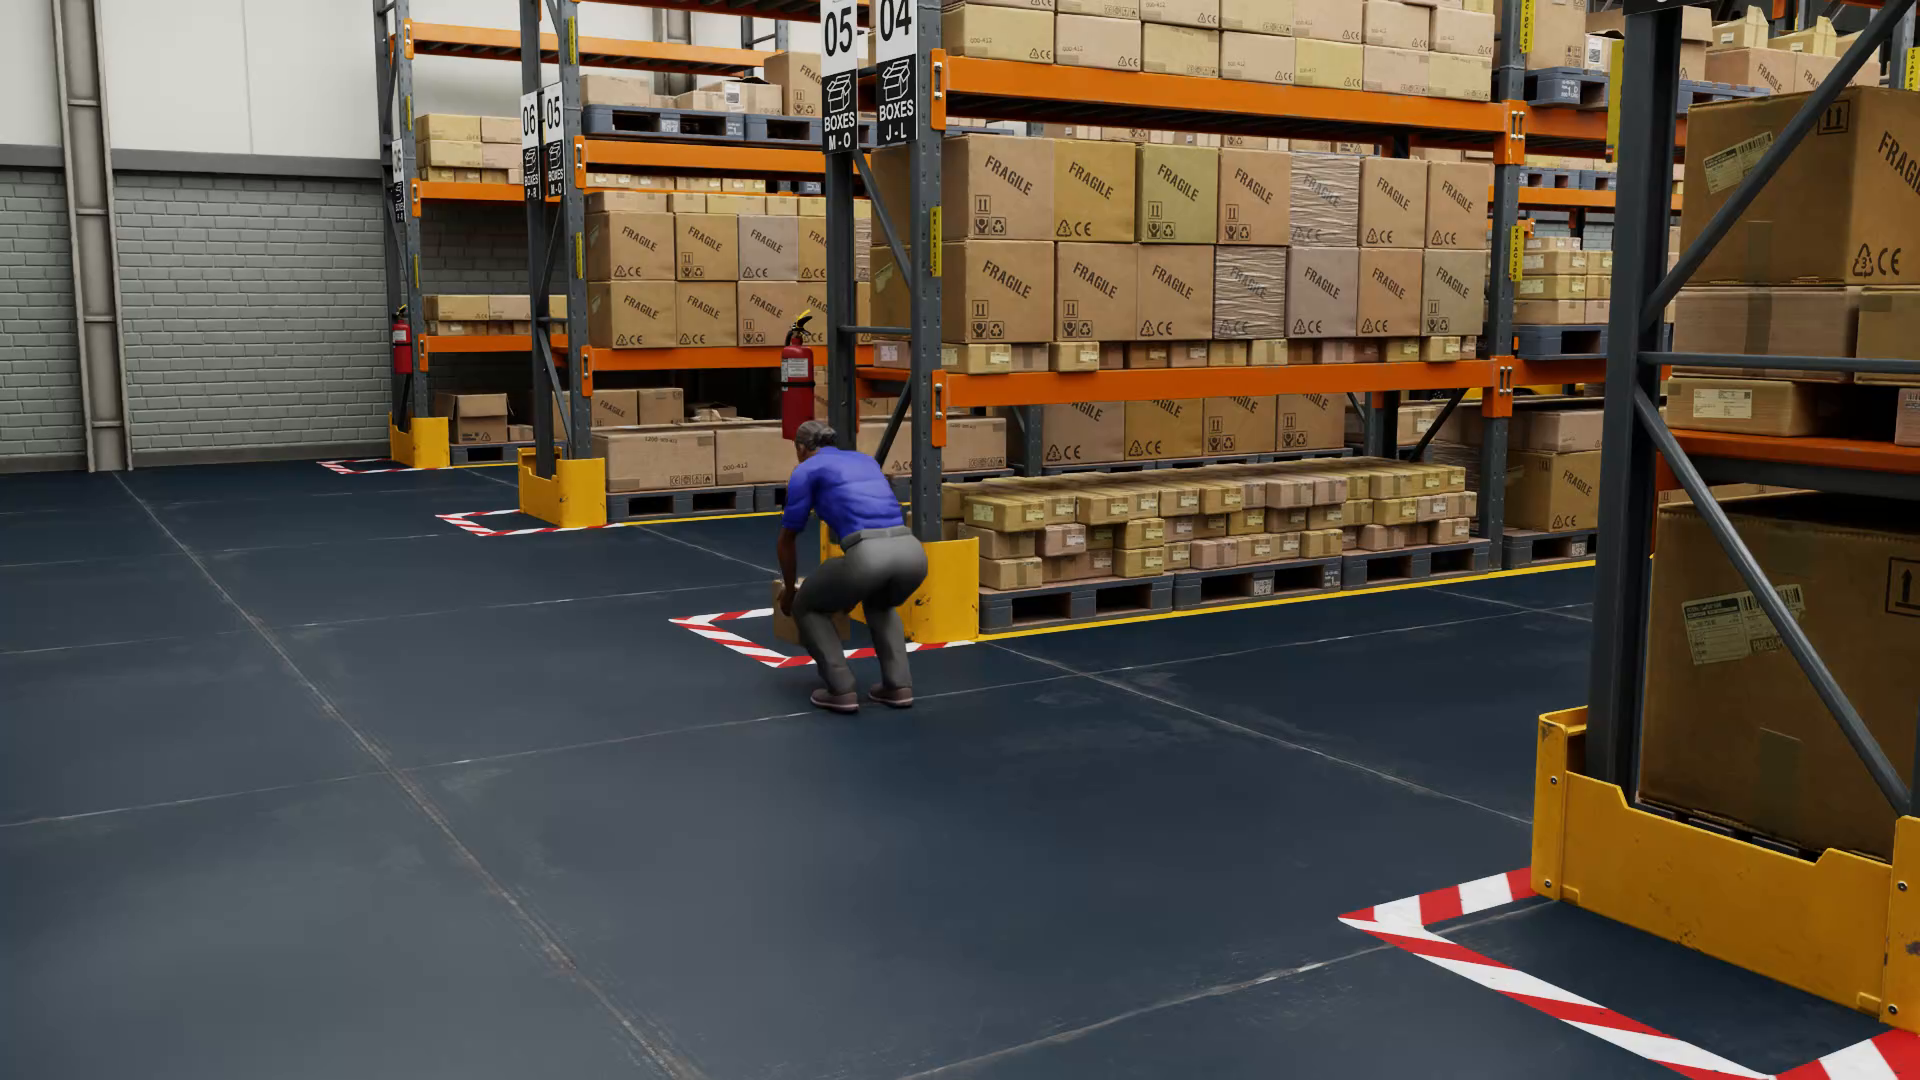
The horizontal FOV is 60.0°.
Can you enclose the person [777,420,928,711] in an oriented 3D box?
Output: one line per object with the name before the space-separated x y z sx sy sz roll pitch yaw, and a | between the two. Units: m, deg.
person | -0.461 0.107 6.841 0.501 1.168 0.726 -5 10 -31
